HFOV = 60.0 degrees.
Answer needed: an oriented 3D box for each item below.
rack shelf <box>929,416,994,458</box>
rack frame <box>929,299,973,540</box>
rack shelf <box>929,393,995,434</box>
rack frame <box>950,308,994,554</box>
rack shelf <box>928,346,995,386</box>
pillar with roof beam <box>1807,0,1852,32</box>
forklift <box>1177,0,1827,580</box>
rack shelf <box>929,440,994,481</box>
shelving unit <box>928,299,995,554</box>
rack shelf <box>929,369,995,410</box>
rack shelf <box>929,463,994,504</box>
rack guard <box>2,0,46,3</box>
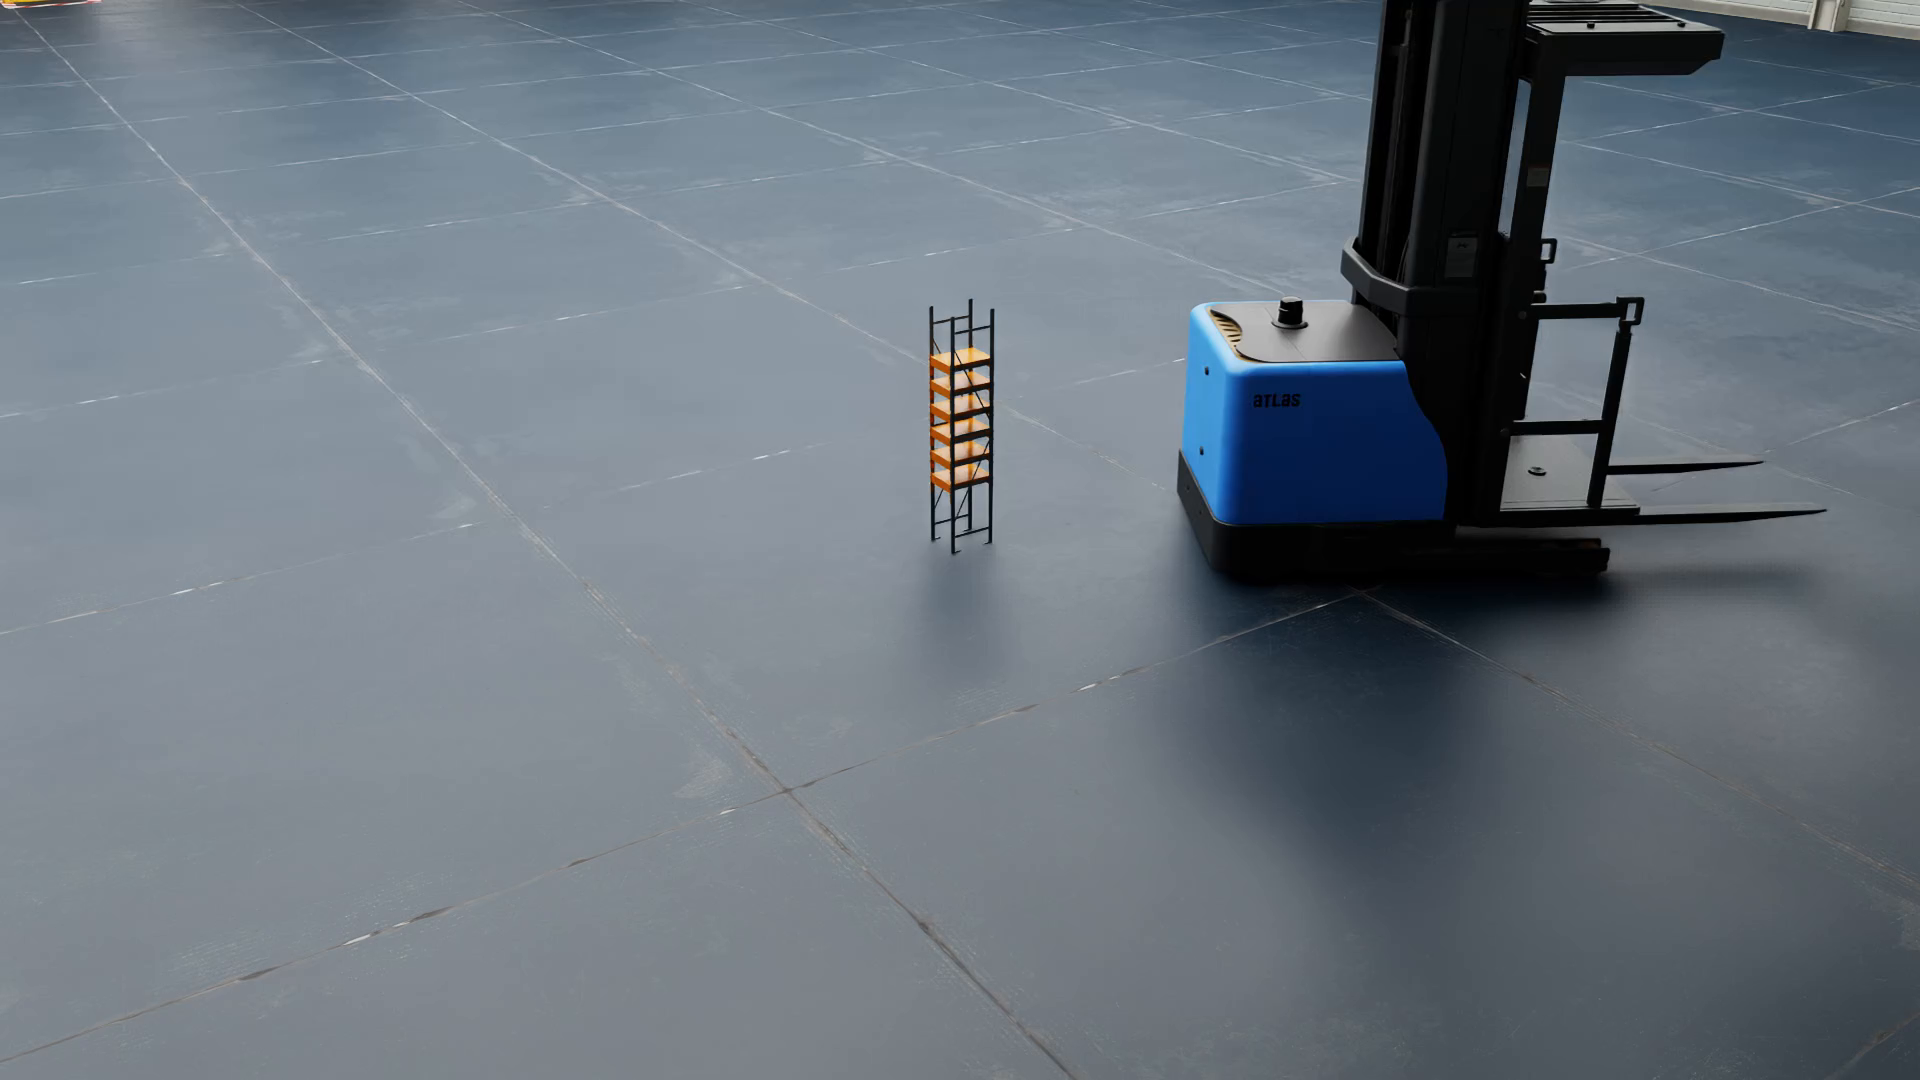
[{"bbox_3d":[0.008,-0.497,8.002,0.258,0.103,0.180,-16,29,-30],"label":"rack shelf"},{"bbox_3d":[-0.042,-0.570,8.052,0.240,1.200,0.006,-16,29,-30],"label":"rack frame"},{"bbox_3d":[0.008,-0.606,7.951,0.258,0.103,0.180,-16,29,-30],"label":"rack shelf"},{"bbox_3d":[0.058,-0.505,7.914,0.240,1.200,0.006,-16,29,-30],"label":"rack frame"},{"bbox_3d":[0.008,-0.823,7.848,0.258,0.103,0.180,-16,29,-30],"label":"rack shelf"},{"bbox_3d":[8.689,-10.310,19.549,9.100,9.000,0.400,-16,29,-30],"label":"pillar with roof beam"},{"bbox_3d":[2.662,-1.370,7.718,3.031,2.935,1.130,-2,25,-3],"label":"forklift"},{"bbox_3d":[0.008,-0.389,8.053,0.258,0.103,0.180,-16,29,-30],"label":"rack shelf"},{"bbox_3d":[0.008,-0.537,7.983,0.258,1.200,0.189,-16,29,-30],"label":"shelving unit"},{"bbox_3d":[0.008,-0.714,7.899,0.258,0.103,0.180,-16,29,-30],"label":"rack shelf"},{"bbox_3d":[0.008,-0.280,8.104,0.258,0.103,0.180,-16,29,-30],"label":"rack shelf"},{"bbox_3d":[-14.596,-8.844,26.398,1.175,0.500,0.348,-16,29,-30],"label":"rack guard"}]
